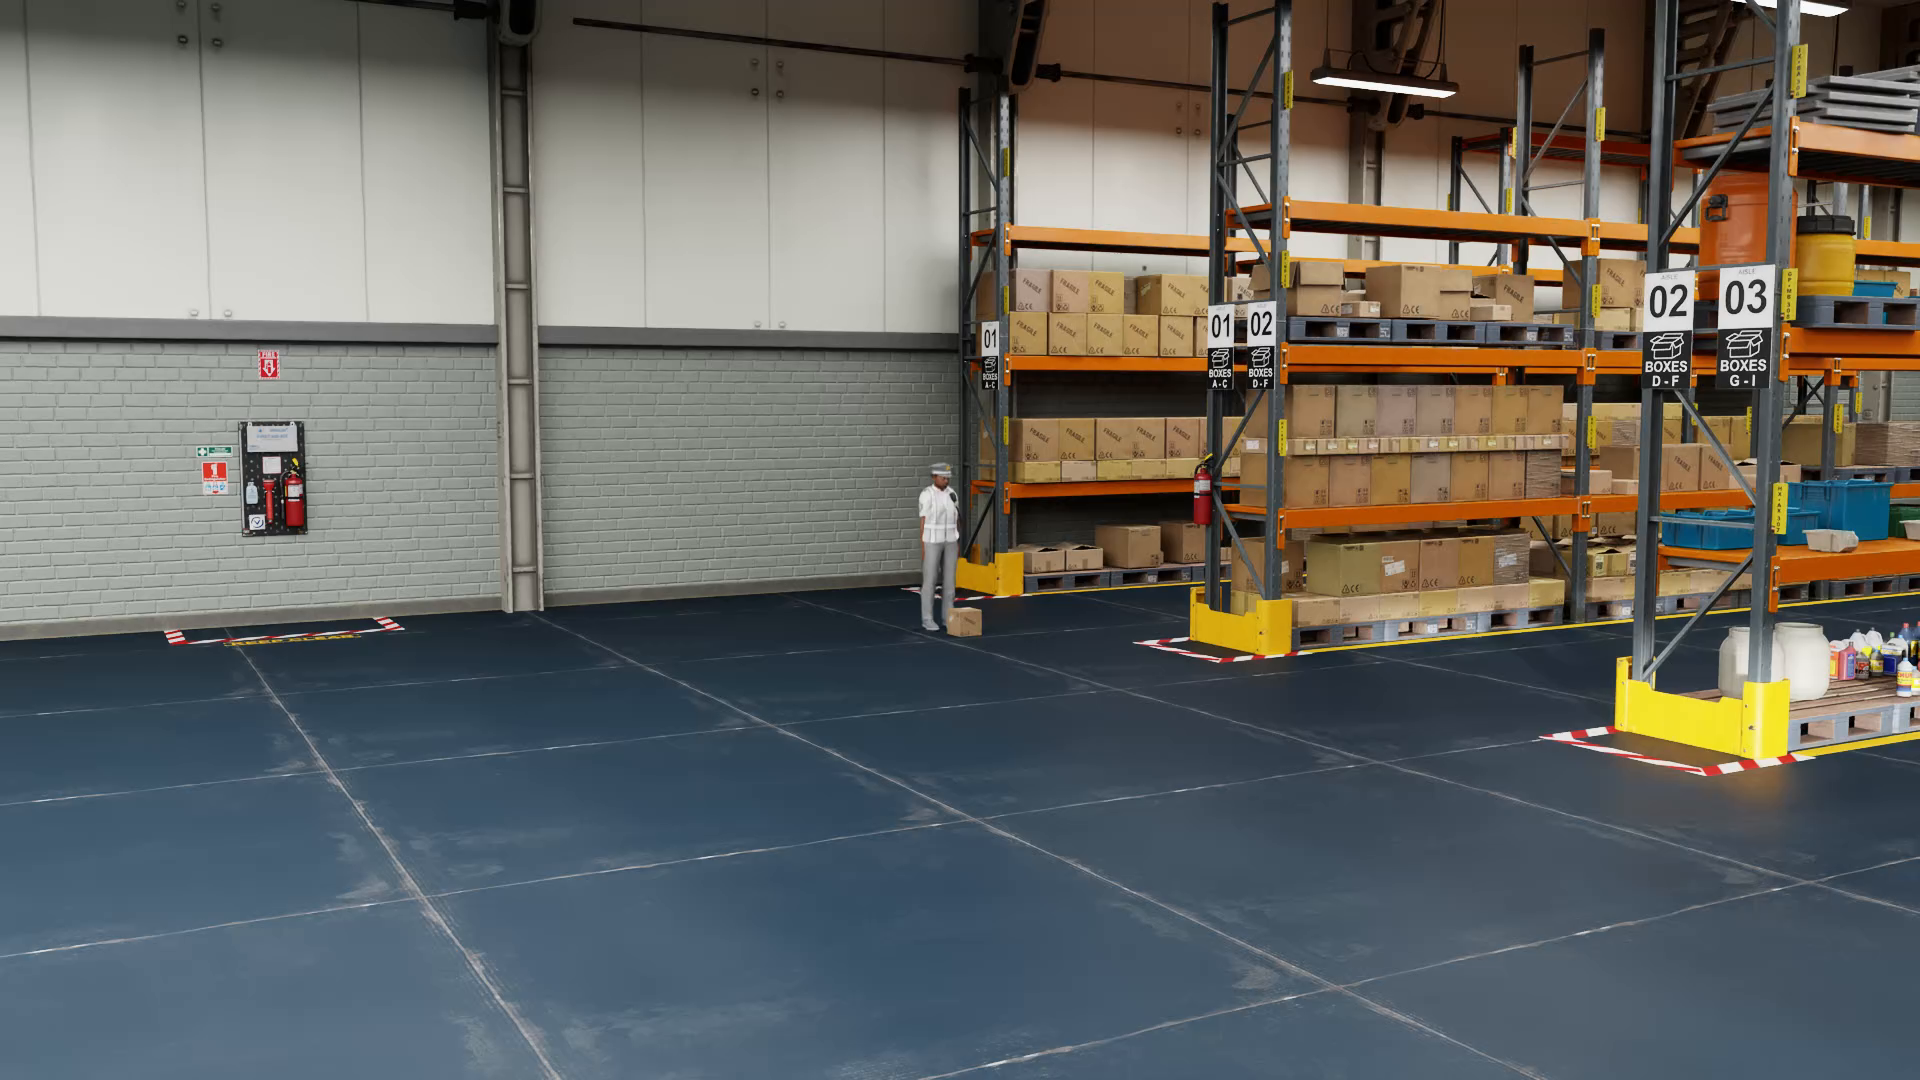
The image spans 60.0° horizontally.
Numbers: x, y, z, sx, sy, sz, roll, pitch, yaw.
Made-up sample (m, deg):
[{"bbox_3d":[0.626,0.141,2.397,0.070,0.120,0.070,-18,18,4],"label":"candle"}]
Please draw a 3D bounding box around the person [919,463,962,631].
[{"bbox_3d":[-0.184,0.062,16.742,0.443,1.668,0.355,-3,6,-28],"label":"person"}]
